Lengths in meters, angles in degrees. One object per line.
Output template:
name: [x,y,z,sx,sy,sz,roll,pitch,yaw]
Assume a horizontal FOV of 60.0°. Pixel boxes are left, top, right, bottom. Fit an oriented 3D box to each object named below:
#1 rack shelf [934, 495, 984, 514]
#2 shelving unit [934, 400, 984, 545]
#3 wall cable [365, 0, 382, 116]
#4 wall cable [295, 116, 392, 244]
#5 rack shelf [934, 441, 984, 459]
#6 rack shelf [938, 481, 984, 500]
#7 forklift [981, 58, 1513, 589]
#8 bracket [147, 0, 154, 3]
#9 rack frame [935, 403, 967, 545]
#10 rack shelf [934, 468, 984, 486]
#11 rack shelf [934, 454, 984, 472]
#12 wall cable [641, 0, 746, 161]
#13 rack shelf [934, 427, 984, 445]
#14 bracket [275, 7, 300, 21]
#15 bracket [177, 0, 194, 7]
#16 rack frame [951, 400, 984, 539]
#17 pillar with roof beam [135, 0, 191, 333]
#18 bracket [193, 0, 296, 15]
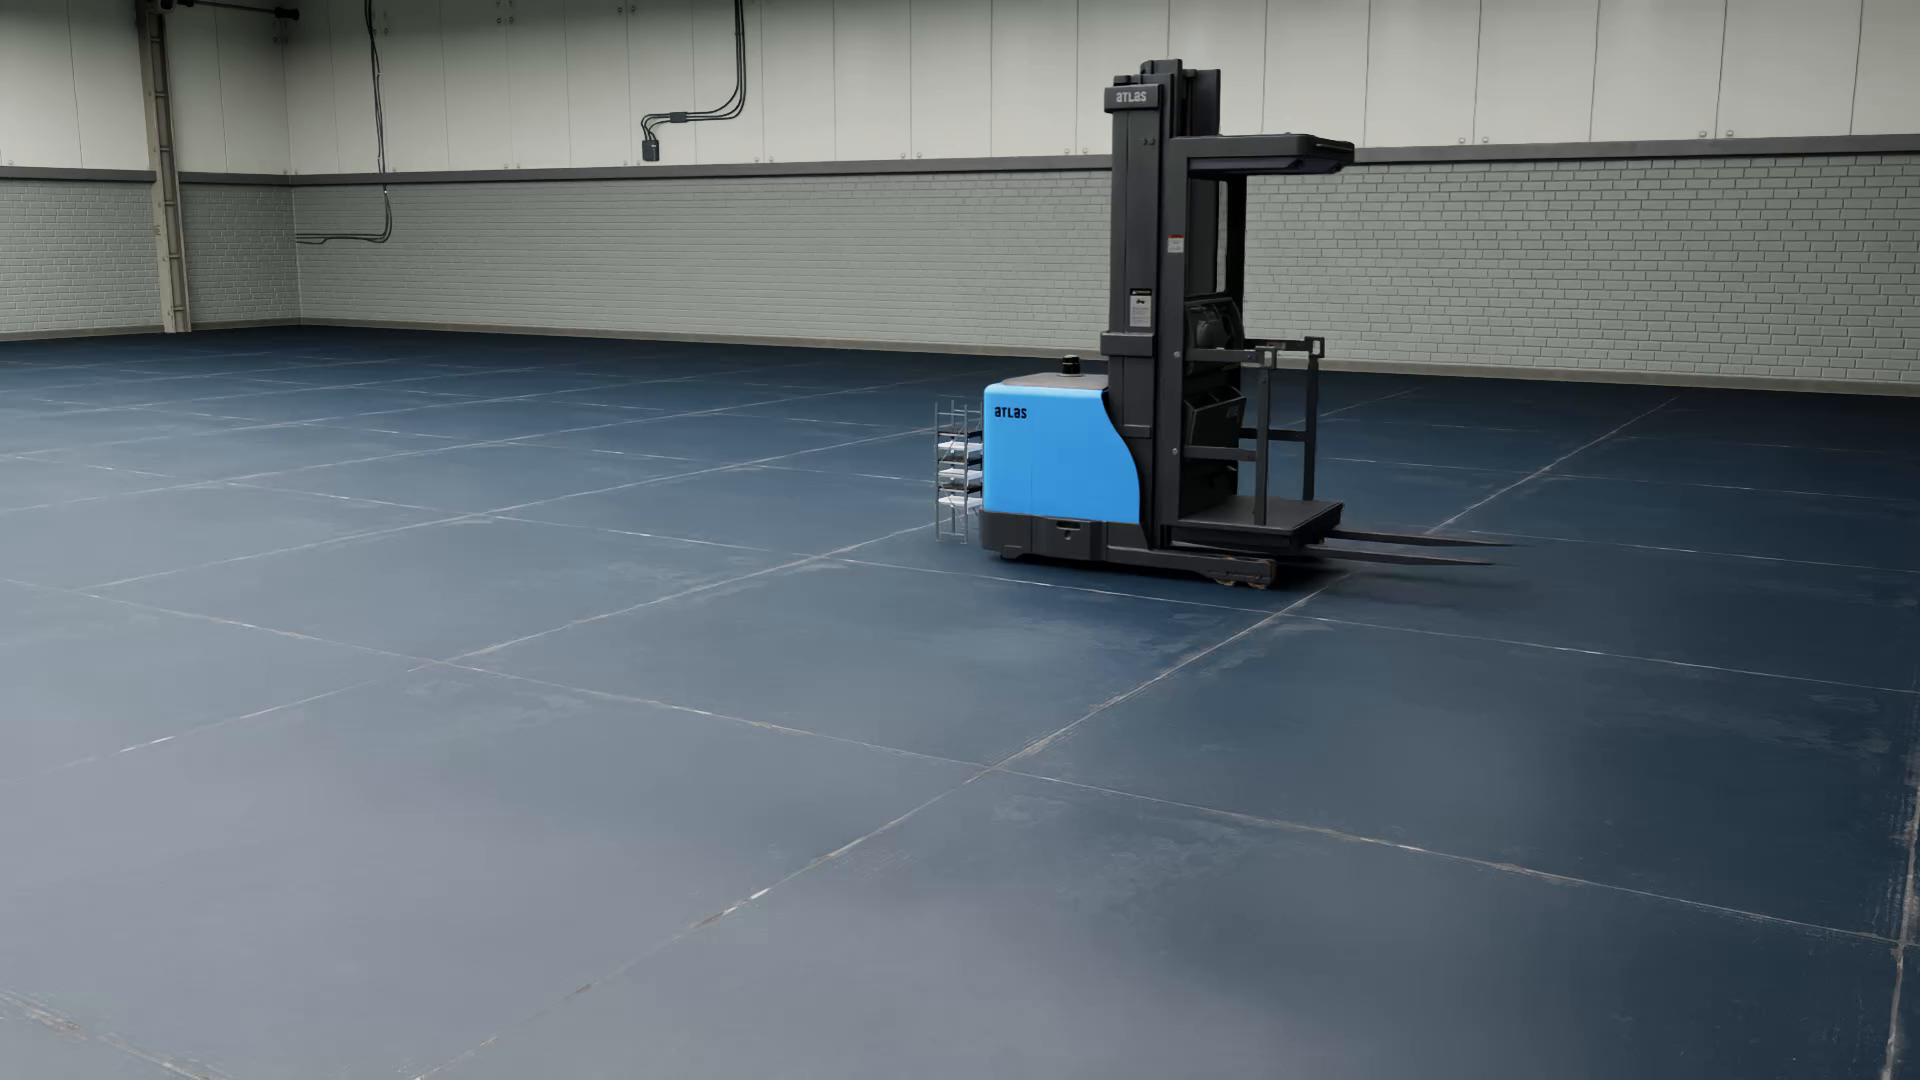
rack shelf: [-0.004,-0.231,10.818,0.258,0.077,0.200,6,12,31]
shelving unit: [-0.004,-0.441,10.779,0.258,0.900,0.210,6,12,31]
wall cable: [-10.465,-9.566,32.224,3.097,2.526,0.112,6,12,31]
wall cable: [-12.777,-7.342,34.070,3.097,2.526,0.112,6,12,31]
rack shelf: [-0.004,-0.585,10.752,0.258,0.077,0.200,6,12,31]
rack shelf: [-0.004,-0.320,10.802,0.258,0.077,0.200,6,12,31]
forklift: [1.679,-1.275,9.714,3.031,2.935,1.130,5,12,27]
bracket: [-15.349,-10.201,31.123,0.235,0.232,0.430,6,12,31]
rack frame: [-0.057,-0.425,10.694,0.240,0.900,0.006,6,12,31]
rack shelf: [-0.004,-0.408,10.785,0.258,0.077,0.200,6,12,31]
rack shelf: [-0.004,-0.497,10.769,0.258,0.077,0.200,6,12,31]
wall cable: [-4.672,-9.630,28.613,2.305,6.003,0.169,6,12,31]
rack shelf: [-0.004,-0.674,10.736,0.258,0.077,0.200,6,12,31]
bracket: [-13.688,-10.705,33.811,0.235,0.232,0.430,6,12,31]
bracket: [-14.918,-10.332,31.820,0.235,0.232,0.430,6,12,31]
rack frame: [0.049,-0.457,10.864,0.240,0.900,0.006,6,12,31]
pillar with roof beam: [-11.758,-8.120,29.787,9.100,9.000,0.548,6,12,31]
bracket: [-13.994,-10.612,33.315,0.076,0.066,3.189,6,12,31]
